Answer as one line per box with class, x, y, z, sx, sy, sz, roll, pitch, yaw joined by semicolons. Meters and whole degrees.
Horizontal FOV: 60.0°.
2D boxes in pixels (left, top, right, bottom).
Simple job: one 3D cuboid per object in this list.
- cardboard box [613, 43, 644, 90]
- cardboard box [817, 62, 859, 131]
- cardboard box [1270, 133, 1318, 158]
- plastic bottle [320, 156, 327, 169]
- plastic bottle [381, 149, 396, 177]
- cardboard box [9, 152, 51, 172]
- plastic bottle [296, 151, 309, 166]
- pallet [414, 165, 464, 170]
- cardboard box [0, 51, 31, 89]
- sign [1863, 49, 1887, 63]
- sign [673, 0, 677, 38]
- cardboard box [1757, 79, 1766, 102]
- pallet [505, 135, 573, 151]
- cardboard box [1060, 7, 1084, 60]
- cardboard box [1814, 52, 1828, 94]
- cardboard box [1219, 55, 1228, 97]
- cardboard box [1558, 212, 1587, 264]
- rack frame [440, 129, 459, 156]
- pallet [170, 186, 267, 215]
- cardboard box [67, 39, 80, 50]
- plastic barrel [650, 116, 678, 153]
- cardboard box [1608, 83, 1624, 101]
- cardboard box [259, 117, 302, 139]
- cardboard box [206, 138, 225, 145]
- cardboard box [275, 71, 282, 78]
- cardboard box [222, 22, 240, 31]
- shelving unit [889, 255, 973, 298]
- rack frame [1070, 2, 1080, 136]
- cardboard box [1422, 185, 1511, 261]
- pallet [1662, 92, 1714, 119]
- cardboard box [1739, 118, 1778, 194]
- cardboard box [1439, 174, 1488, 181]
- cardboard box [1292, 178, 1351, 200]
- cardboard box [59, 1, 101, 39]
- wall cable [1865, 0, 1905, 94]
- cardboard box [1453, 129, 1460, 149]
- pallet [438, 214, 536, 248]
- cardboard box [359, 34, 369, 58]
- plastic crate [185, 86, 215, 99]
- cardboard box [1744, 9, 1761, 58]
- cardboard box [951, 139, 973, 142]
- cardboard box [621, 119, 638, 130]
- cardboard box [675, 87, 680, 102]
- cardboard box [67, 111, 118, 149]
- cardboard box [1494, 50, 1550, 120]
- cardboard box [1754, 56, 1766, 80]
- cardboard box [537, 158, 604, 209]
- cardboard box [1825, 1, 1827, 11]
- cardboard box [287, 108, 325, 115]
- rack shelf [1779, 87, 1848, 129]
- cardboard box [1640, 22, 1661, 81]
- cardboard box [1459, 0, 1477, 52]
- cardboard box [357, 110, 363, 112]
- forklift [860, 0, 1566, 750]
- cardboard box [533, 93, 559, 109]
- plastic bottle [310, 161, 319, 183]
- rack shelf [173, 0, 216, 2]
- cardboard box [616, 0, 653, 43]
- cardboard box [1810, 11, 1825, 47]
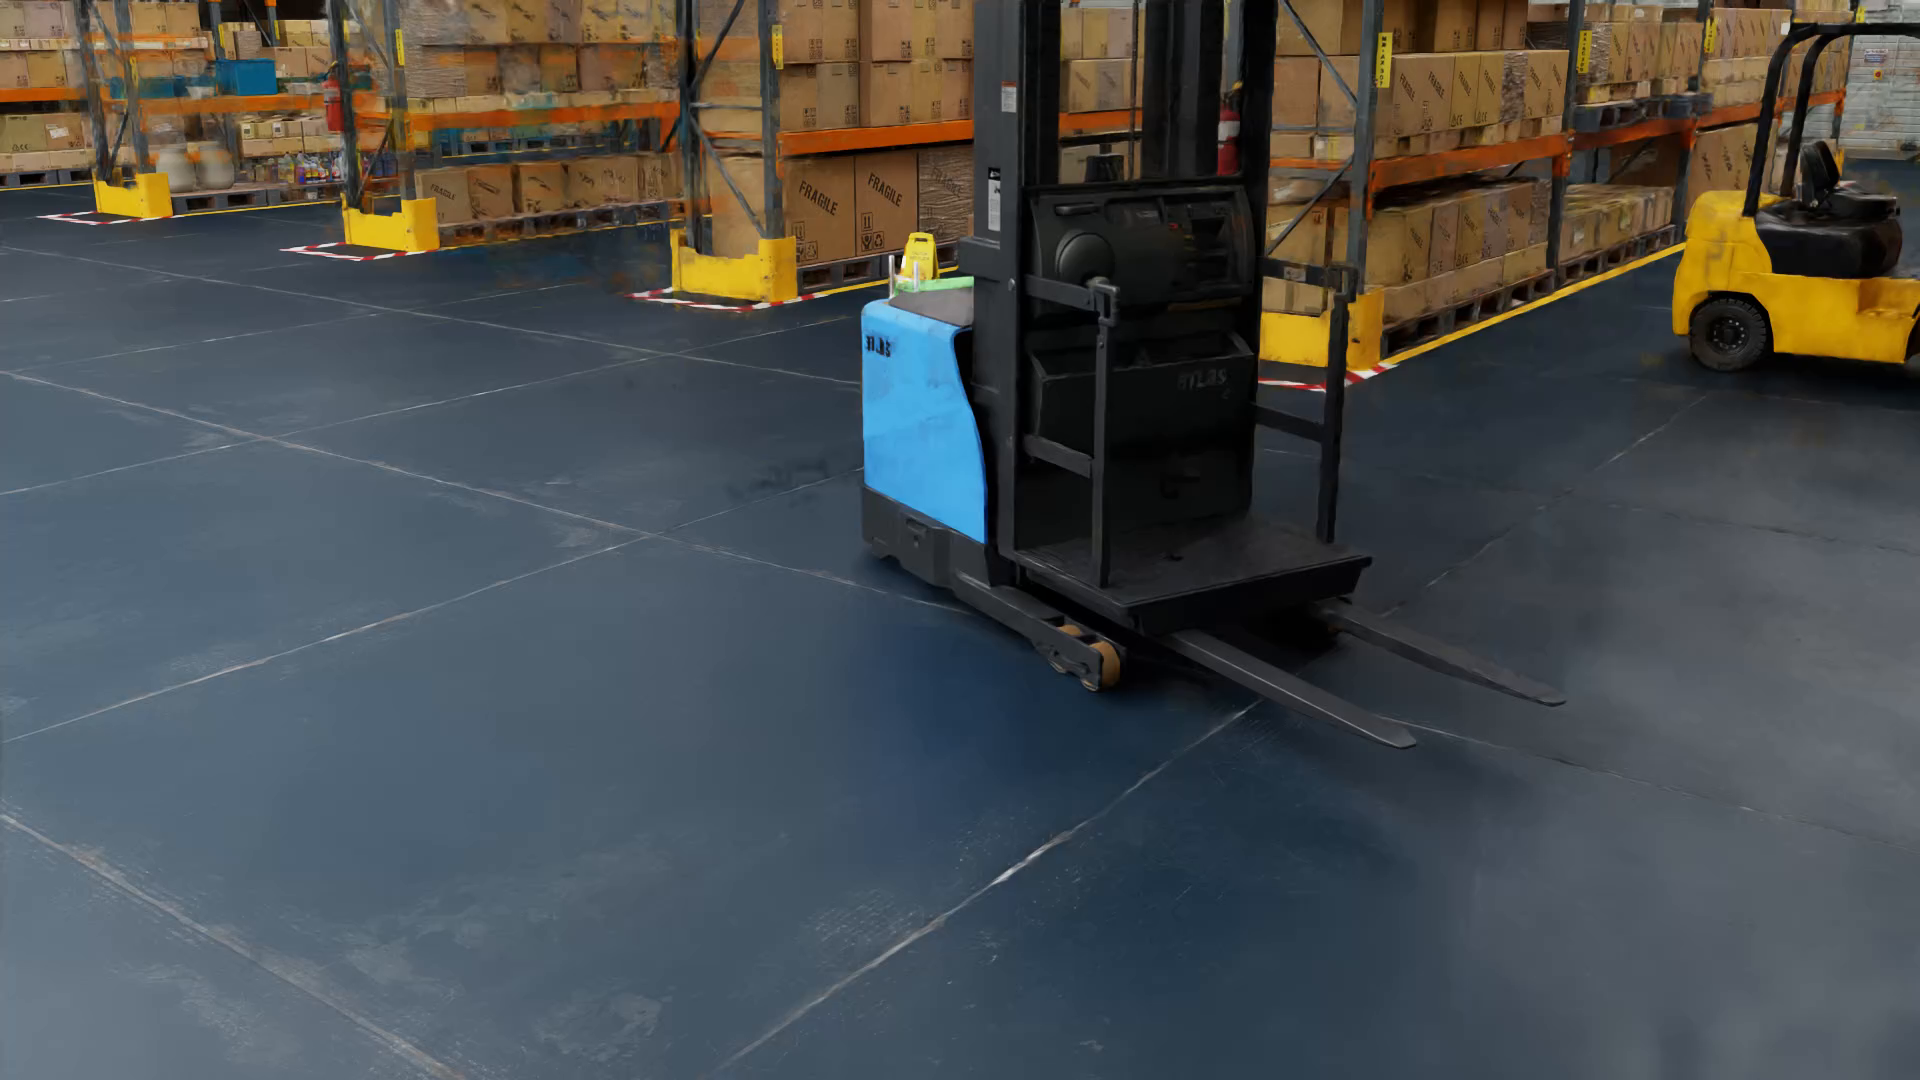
cardboard box;-4.048;-5.323;18.657;0.875;0.500;0.500;12;21;35
cardboard box;-1.369;-3.792;14.144;0.875;0.550;0.550;12;21;35
cardboard box;2.223;-2.645;11.128;0.380;0.149;0.250;13;22;37
plastic bottle;-8.366;-4.919;21.886;0.097;0.271;0.097;0;17;0
plastic bottle;-7.534;-4.958;21.878;0.144;0.351;0.185;12;21;33
cardboard box;-12.948;-5.237;22.977;0.500;0.250;0.500;12;21;35
plastic bottle;-8.561;-4.898;21.682;0.144;0.351;0.185;12;21;34
pallet;-6.945;-5.080;23.246;1.003;0.211;1.213;12;21;35
cardboard box;-13.143;-6.424;22.703;0.700;0.500;0.500;13;22;36
sign;15.044;-7.949;27.327;0.327;0.218;0.001;12;21;35
sign;-2.291;-4.254;13.534;0.100;0.325;0.005;12;21;35
cardboard box;8.953;-5.153;19.031;0.500;0.250;0.500;12;21;34
pallet;-7.771;-7.175;29.994;1.003;0.211;1.213;12;21;35
cardboard box;0.811;-5.086;16.711;0.700;0.500;0.500;12;21;34
cardboard box;10.723;-5.969;21.239;0.500;0.500;0.500;13;22;36
cardboard box;2.850;-5.288;19.045;0.500;0.500;0.500;12;21;35
cardboard box;4.866;-2.662;14.482;0.950;0.372;0.625;13;21;35
rack frame;-8.974;-8.047;28.097;1.000;3.000;0.127;12;21;35
pallet;-9.269;-4.152;20.259;1.003;0.211;1.213;12;21;35
cardboard box;-12.417;-6.920;23.207;0.380;0.149;0.250;13;21;35
plastic barrel;-4.720;-6.454;25.920;0.600;0.830;0.708;12;21;35
cardboard box;5.588;-3.940;14.590;0.380;0.149;0.250;13;21;36
cardboard box;-10.609;-6.422;25.848;0.500;0.311;0.500;12;21;34
cardboard box;-11.343;-6.131;25.858;0.500;0.250;0.500;12;21;34
cardboard box;-10.665;-7.149;25.630;0.380;0.149;0.250;12;21;35
cardboard box;-13.316;-9.322;30.200;0.380;0.149;0.250;9;19;26
shelving unit;-0.026;-0.654;7.327;0.503;1.200;0.258;-10;20;-29
rack frame;1.363;-7.248;25.525;1.000;3.000;0.127;12;21;35
cardboard box;3.813;-2.405;12.595;0.500;0.500;0.500;14;22;38
pallet;6.599;-4.264;16.240;1.213;0.211;1.003;12;21;35
cardboard box;9.017;-4.521;19.618;0.875;0.875;0.875;13;22;36
cardboard box;3.987;-2.744;13.686;0.500;0.500;0.500;14;22;37
cardboard box;2.604;-2.530;11.903;0.380;0.149;0.250;13;22;36
cardboard box;-12.514;-7.296;23.324;0.700;0.500;0.500;12;21;35
wall cable;15.046;-8.297;27.137;0.585;1.953;0.123;12;21;35
cardboard box;3.327;-2.868;11.845;0.380;0.149;0.250;13;22;37
pallet;-5.229;-3.263;17.397;1.003;0.211;1.213;12;21;35
cardboard box;-11.540;-9.557;32.258;0.500;0.500;0.500;13;22;36
plastic crate;-8.973;-5.295;19.682;0.298;0.136;0.250;12;21;35
cardboard box;8.341;-5.503;18.053;0.500;0.500;0.500;13;21;36
cardboard box;0.088;-3.490;16.300;0.875;0.875;0.875;13;21;36
cardboard box;-6.167;-7.987;31.698;0.500;0.311;0.500;12;21;35
cardboard box;-3.296;-5.119;19.095;0.380;0.149;0.250;12;21;35
cardboard box;-12.347;-5.832;23.630;0.500;0.500;0.500;12;21;35
cardboard box;4.189;-3.507;12.811;0.500;0.500;0.500;13;22;37
cardboard box;8.659;-5.271;18.570;0.500;0.250;0.500;13;22;36
cardboard box;-4.316;-3.962;18.450;0.500;0.500;0.500;10;20;30
cardboard box;10.764;-6.791;21.105;0.380;0.149;0.250;13;22;36
cardboard box;-12.411;-8.247;31.659;0.750;0.750;0.750;12;21;34
rack shelf;10.513;-5.630;21.527;1.077;0.370;4.000;12;21;35
cardboard box;5.966;-4.402;14.982;0.500;0.500;0.500;11;21;32
cardboard box;3.476;-3.960;12.580;0.700;0.500;0.500;12;21;33
cardboard box;-9.828;-7.002;27.717;0.500;0.311;0.500;12;21;33
forklift;0.758;-1.046;5.669;1.130;2.935;3.031;-10;20;-29
cardboard box;-4.454;-4.636;17.537;0.380;0.149;0.250;12;21;35
plastic bottle;-8.170;-4.654;21.032;0.097;0.271;0.097;0;17;0
rack shelf;-12.549;-7.706;23.157;1.077;0.370;4.000;12;21;35
cardboard box;-3.748;-5.735;18.296;0.500;0.500;0.500;12;21;35
cardboard box;10.420;-6.332;20.721;0.500;0.500;0.500;13;21;36
